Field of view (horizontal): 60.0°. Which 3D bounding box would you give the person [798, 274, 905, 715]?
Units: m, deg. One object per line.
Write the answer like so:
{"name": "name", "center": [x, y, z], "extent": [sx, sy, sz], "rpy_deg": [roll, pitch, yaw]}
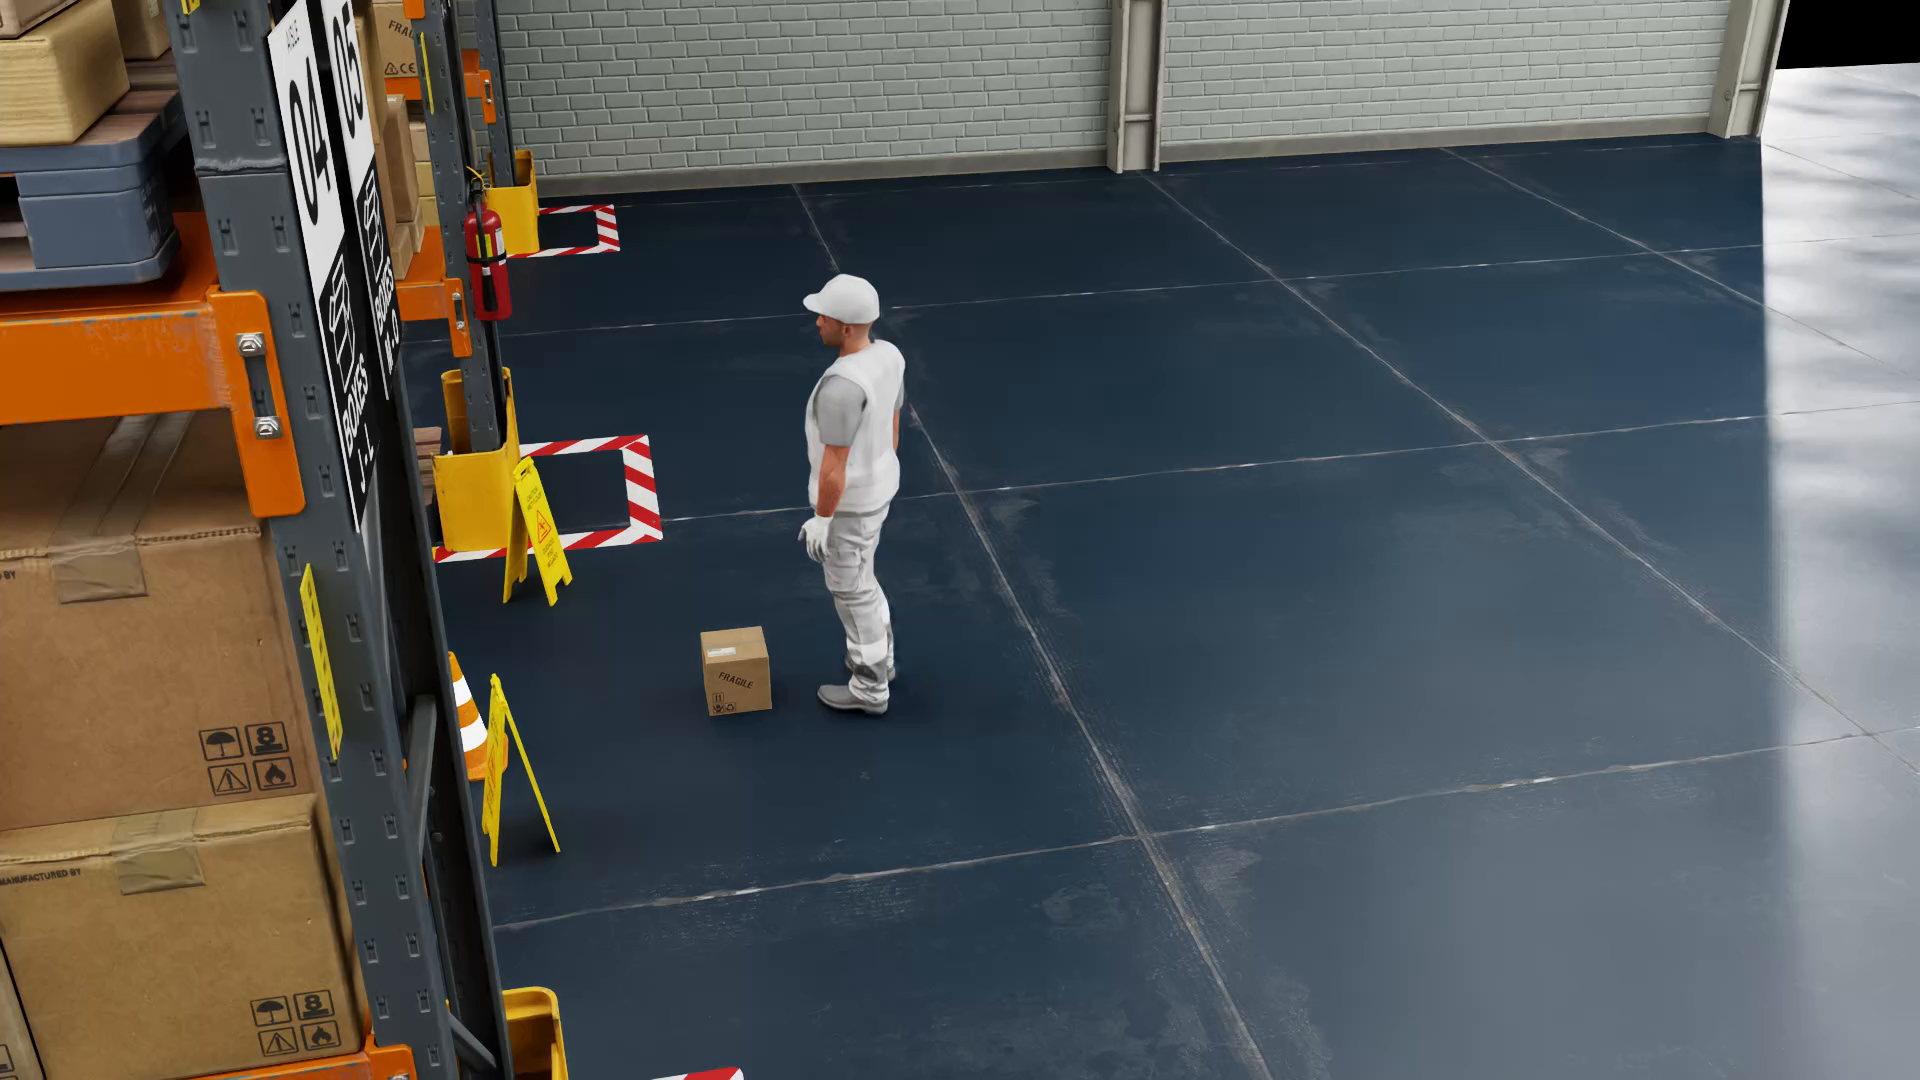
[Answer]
{"name": "person", "center": [-0.408, -0.154, 6.396], "extent": [0.338, 1.800, 0.608], "rpy_deg": [9, 28, 17]}
